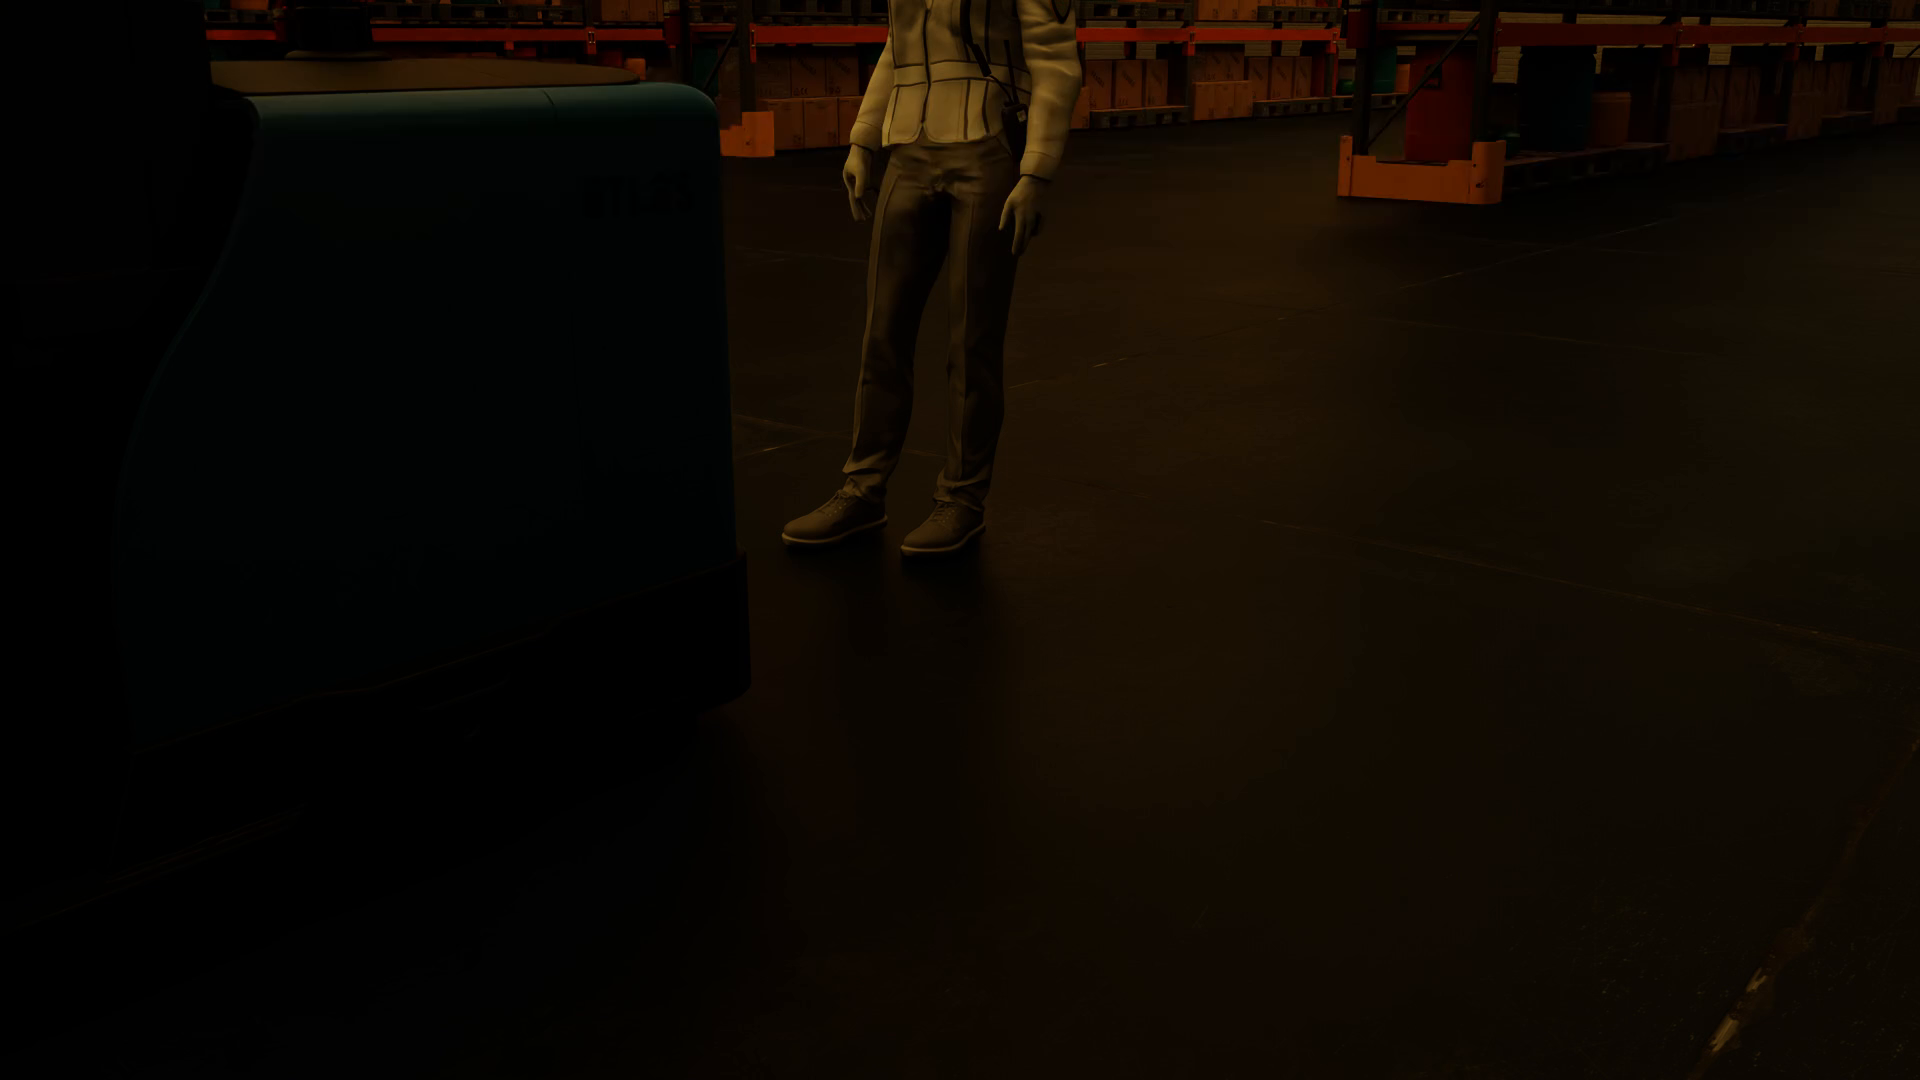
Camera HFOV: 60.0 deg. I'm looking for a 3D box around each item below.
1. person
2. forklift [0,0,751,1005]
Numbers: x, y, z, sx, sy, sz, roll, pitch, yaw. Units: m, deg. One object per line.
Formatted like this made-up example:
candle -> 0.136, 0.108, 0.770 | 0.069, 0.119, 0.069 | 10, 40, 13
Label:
person -> -0.049, -0.804, 3.647 | 0.586, 1.694, 0.532 | 13, 21, 37
forklift -> -1.690, -0.846, 1.683 | 1.130, 2.935, 3.031 | 14, 22, 38
